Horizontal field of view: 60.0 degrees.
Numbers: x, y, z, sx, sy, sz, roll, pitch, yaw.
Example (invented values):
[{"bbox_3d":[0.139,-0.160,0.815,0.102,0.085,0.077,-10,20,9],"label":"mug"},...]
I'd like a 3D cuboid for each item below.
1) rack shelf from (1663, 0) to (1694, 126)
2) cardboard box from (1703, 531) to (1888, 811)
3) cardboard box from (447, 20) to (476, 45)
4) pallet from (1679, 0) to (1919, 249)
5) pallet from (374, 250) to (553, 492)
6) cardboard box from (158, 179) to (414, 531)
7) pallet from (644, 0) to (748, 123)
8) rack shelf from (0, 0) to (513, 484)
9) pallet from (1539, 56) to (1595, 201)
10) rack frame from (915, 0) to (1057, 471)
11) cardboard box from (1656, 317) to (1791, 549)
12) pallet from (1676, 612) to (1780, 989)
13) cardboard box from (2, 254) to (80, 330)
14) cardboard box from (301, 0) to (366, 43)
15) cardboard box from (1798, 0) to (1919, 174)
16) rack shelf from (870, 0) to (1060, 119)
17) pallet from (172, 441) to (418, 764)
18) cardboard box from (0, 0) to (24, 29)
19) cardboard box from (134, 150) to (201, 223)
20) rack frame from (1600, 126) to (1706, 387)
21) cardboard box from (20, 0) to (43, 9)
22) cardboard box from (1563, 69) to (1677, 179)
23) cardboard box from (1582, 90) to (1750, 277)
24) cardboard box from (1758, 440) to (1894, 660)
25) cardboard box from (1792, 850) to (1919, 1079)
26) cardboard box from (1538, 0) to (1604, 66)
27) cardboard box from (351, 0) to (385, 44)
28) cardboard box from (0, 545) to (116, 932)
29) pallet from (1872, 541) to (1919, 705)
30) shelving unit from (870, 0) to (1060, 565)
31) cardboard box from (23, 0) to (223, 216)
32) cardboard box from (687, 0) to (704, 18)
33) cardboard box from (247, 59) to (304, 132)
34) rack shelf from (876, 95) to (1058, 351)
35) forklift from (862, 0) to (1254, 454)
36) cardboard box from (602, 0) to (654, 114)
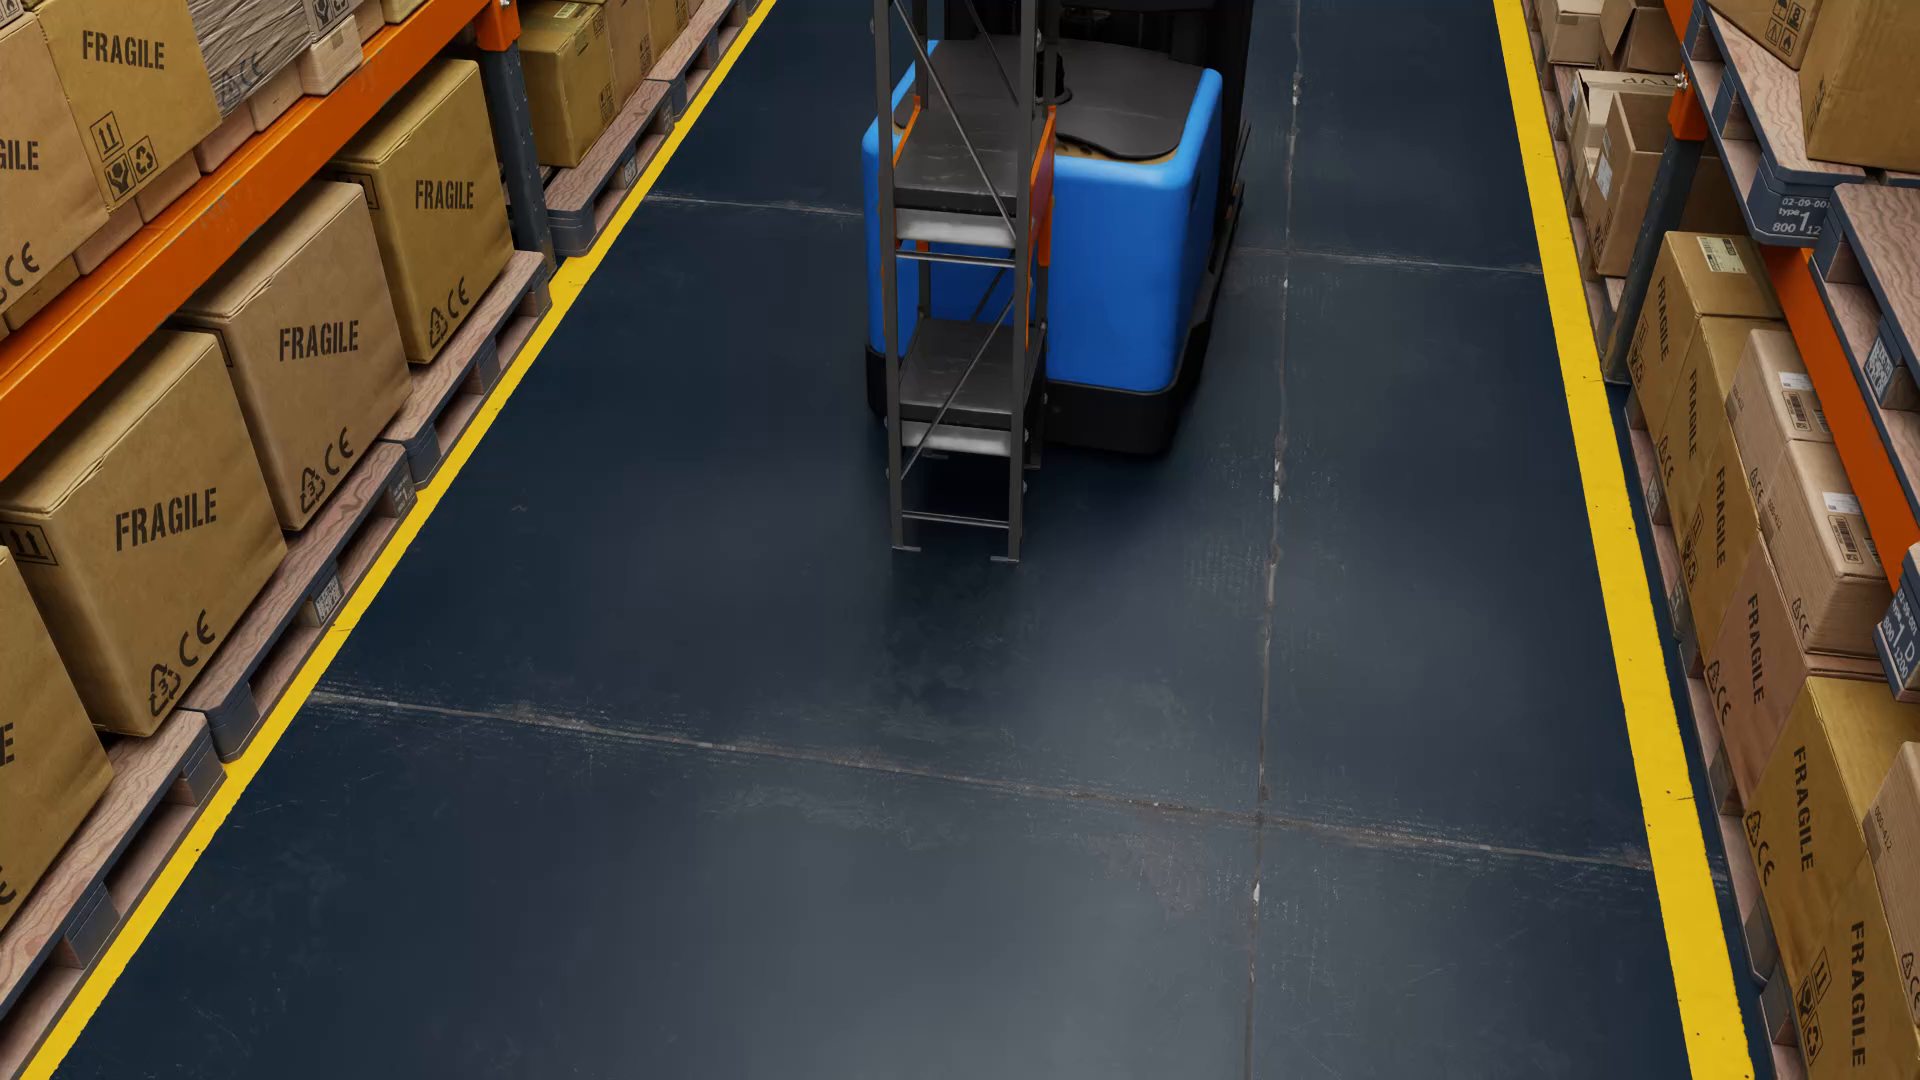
[{"bbox_3d":[3.142,-2.670,6.690,1.077,0.370,4.000,6,40,8],"label":"rack shelf"},{"bbox_3d":[2.209,0.344,4.096,0.500,0.500,0.500,5,40,6],"label":"cardboard box"},{"bbox_3d":[-2.074,-2.074,6.527,0.380,0.149,0.250,6,40,7],"label":"cardboard box"},{"bbox_3d":[2.550,-1.129,4.412,1.003,0.211,1.213,6,40,8],"label":"pallet"},{"bbox_3d":[-2.143,-0.669,5.894,1.003,0.211,1.213,6,40,8],"label":"pallet"},{"bbox_3d":[-2.219,-0.589,4.966,0.750,0.750,0.750,8,40,9],"label":"cardboard box"},{"bbox_3d":[-1.666,-2.398,7.985,1.003,0.211,1.213,6,40,8],"label":"pallet"},{"bbox_3d":[-2.429,-0.704,4.312,1.077,0.370,4.000,6,40,8],"label":"rack shelf"},{"bbox_3d":[3.125,-1.816,7.281,1.003,0.211,1.213,6,40,8],"label":"pallet"},{"bbox_3d":[0.071,-1.066,4.892,0.400,2.100,0.015,6,40,8],"label":"rack frame"},{"bbox_3d":[2.391,-0.286,4.858,0.500,0.500,0.500,7,40,8],"label":"cardboard box"},{"bbox_3d":[2.484,0.665,4.280,1.003,0.211,1.213,6,40,8],"label":"pallet"},{"bbox_3d":[-2.295,-0.628,3.838,0.380,0.149,0.250,7,40,8],"label":"cardboard box"},{"bbox_3d":[-1.994,-1.758,4.695,0.500,0.500,0.500,7,40,8],"label":"cardboard box"},{"bbox_3d":[2.437,-1.182,3.917,0.700,0.500,0.500,12,41,15],"label":"cardboard box"},{"bbox_3d":[0.029,-1.442,4.269,0.431,0.518,0.480,6,40,8],"label":"rack shelf"},{"bbox_3d":[-2.351,0.099,4.965,1.003,0.211,1.213,6,40,8],"label":"pallet"},{"bbox_3d":[-2.268,-1.084,3.291,0.500,0.250,0.500,7,40,8],"label":"cardboard box"},{"bbox_3d":[-2.183,-0.946,4.221,0.380,0.149,0.250,8,40,9],"label":"cardboard box"},{"bbox_3d":[2.796,-1.692,4.943,1.000,3.000,0.127,6,40,8],"label":"rack frame"},{"bbox_3d":[-2.186,-1.405,3.679,0.500,0.250,0.500,6,40,7],"label":"cardboard box"},{"bbox_3d":[2.745,-1.685,6.699,0.500,0.311,0.500,6,40,8],"label":"cardboard box"},{"bbox_3d":[2.615,-1.287,6.070,0.500,0.500,0.500,6,40,8],"label":"cardboard box"},{"bbox_3d":[2.213,0.032,3.886,0.500,0.250,0.500,6,40,7],"label":"cardboard box"},{"bbox_3d":[2.035,0.999,3.304,0.500,0.500,0.500,8,40,9],"label":"cardboard box"},{"bbox_3d":[2.942,-2.375,7.581,0.500,0.250,0.500,6,40,8],"label":"cardboard box"},{"bbox_3d":[-1.973,-1.585,4.995,0.380,0.149,0.250,8,40,9],"label":"cardboard box"},{"bbox_3d":[-2.519,0.494,3.656,0.750,0.750,0.750,6,40,7],"label":"cardboard box"},{"bbox_3d":[2.152,0.459,2.492,1.213,0.211,1.003,6,40,8],"label":"pallet"},{"bbox_3d":[0.029,-0.913,4.707,0.431,2.100,0.503,6,40,8],"label":"shelving unit"},{"bbox_3d":[-2.170,-1.130,3.935,0.500,0.500,0.500,7,40,9],"label":"cardboard box"},{"bbox_3d":[-1.587,-2.865,7.993,0.700,0.500,0.500,5,40,6],"label":"cardboard box"},{"bbox_3d":[-2.068,-1.267,4.610,0.380,0.149,0.250,6,40,8],"label":"cardboard box"},{"bbox_3d":[0.029,-0.903,4.715,0.431,0.518,0.480,6,40,8],"label":"rack shelf"},{"bbox_3d":[0.542,-2.358,5.802,1.130,2.935,3.031,9,40,11],"label":"forklift"},{"bbox_3d":[-1.763,-2.208,7.198,0.700,0.500,0.500,6,40,7],"label":"cardboard box"}]
